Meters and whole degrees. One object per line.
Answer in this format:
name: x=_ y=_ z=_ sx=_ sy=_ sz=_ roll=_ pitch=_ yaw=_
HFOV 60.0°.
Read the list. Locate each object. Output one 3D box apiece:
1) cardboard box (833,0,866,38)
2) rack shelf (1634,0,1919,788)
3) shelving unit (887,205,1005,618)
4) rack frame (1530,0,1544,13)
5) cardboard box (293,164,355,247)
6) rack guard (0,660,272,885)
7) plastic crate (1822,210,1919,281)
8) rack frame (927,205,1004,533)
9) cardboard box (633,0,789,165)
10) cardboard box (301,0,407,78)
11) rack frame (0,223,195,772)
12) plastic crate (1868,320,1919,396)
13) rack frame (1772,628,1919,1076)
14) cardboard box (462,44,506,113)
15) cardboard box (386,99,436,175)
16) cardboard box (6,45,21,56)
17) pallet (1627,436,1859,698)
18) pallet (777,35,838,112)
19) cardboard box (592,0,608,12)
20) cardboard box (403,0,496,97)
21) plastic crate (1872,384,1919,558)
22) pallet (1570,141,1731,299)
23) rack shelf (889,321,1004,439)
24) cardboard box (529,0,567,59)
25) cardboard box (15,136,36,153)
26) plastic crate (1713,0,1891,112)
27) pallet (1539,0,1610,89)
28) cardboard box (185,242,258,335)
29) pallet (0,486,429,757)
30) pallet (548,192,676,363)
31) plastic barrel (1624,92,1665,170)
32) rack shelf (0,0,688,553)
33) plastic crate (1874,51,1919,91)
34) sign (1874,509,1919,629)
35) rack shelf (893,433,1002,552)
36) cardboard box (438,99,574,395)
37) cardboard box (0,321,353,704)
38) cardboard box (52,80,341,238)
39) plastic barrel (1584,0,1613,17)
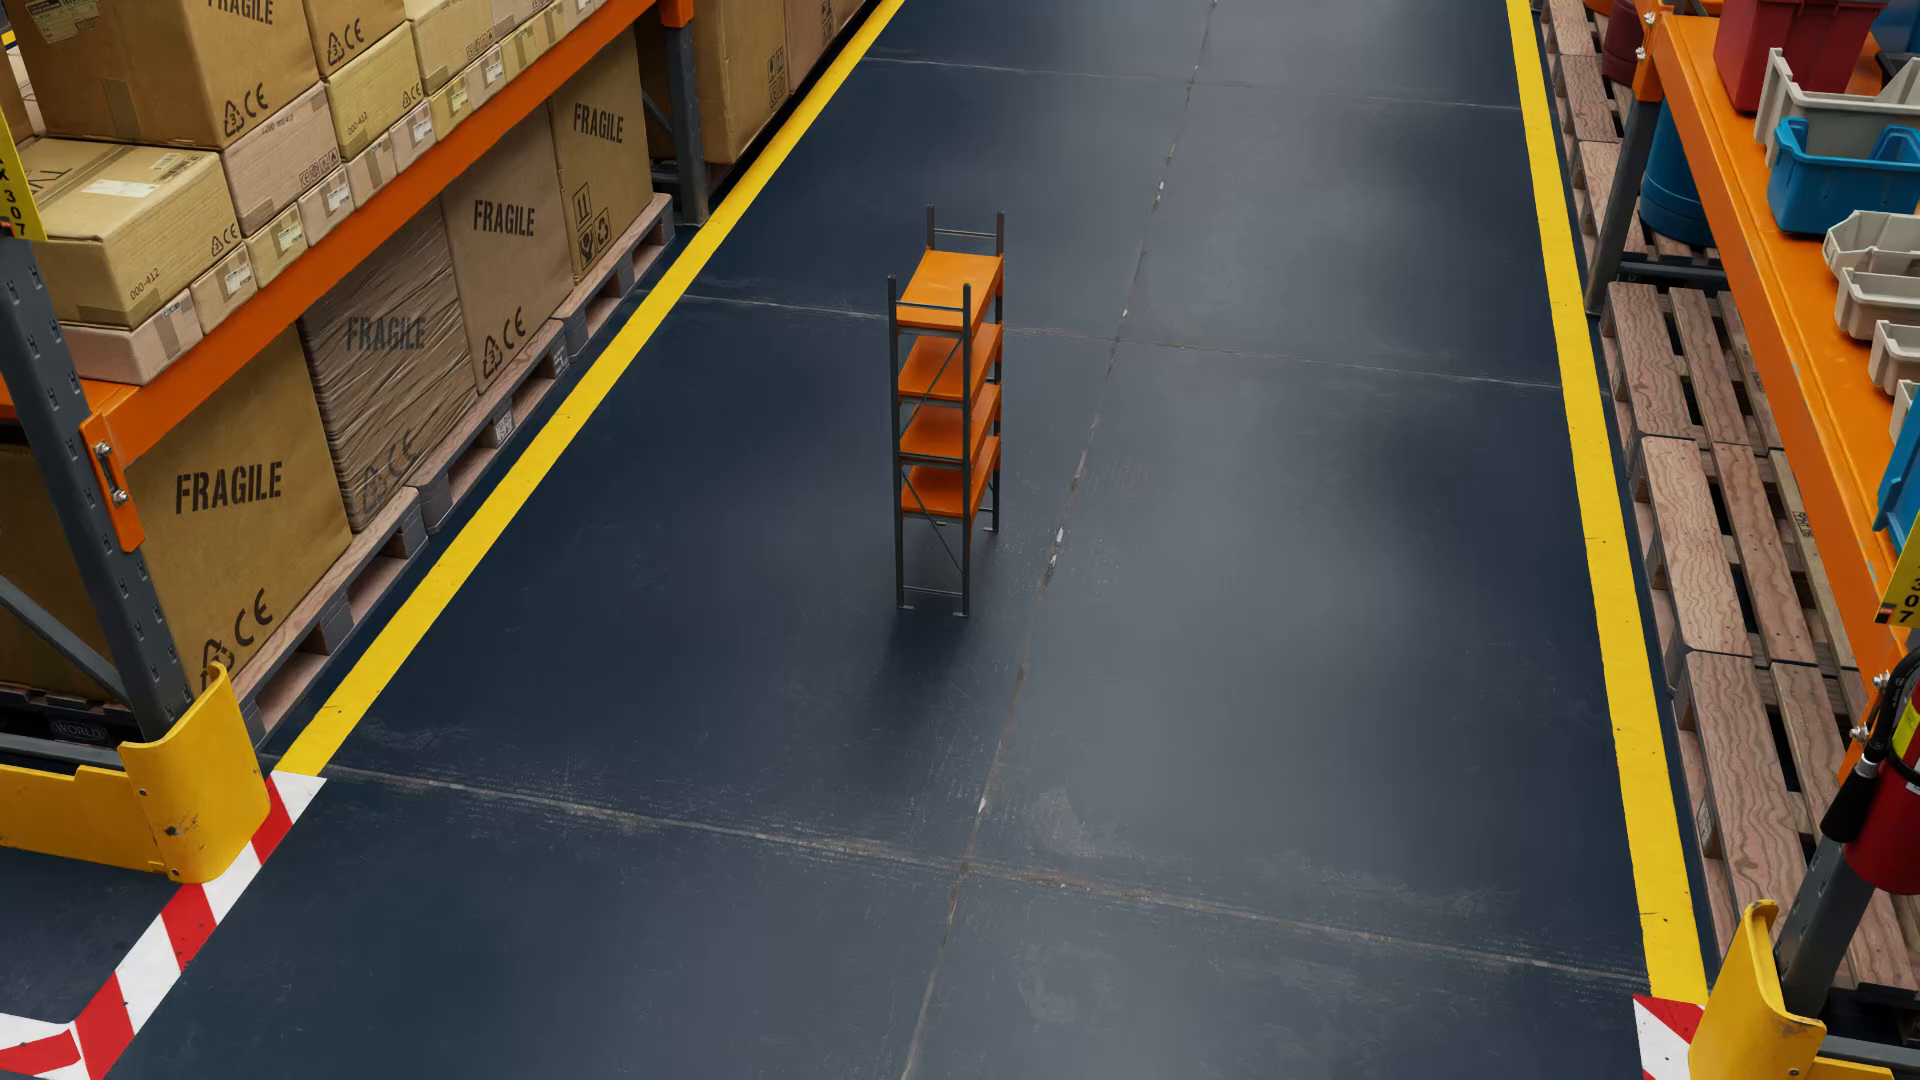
cardboard box: x=-1.193 y=-3.459 z=9.420 sx=1.225 sy=0.875 sz=0.875 roll=7 pitch=37 yaw=10
rack shelf: x=2.730 y=-0.701 z=4.774 sx=1.077 sy=0.370 sz=4.000 roll=7 pitch=37 yaw=10
shelving unit: x=-0.035 y=-0.391 z=5.267 sx=0.258 sy=1.200 sz=0.503 roll=7 pitch=37 yaw=10
rack frame: x=4.012 y=-4.432 z=9.309 sx=1.000 sy=3.000 sz=0.127 roll=7 pitch=37 yaw=10
cardboard box: x=-1.975 y=-0.970 z=4.747 sx=0.380 sy=0.149 sz=0.250 roll=7 pitch=36 yaw=9
rack guard: x=-2.541 y=0.560 z=4.552 sx=1.175 sy=0.500 sz=0.348 roll=7 pitch=37 yaw=10
plastic crate: x=2.457 y=-0.752 z=4.405 sx=0.298 sy=0.136 sz=0.250 roll=7 pitch=37 yaw=10
rack frame: x=0.017 y=-0.531 z=5.460 sx=0.240 sy=1.200 sz=0.015 roll=7 pitch=37 yaw=10
cardboard box: x=-1.564 y=-2.439 z=8.011 sx=1.225 sy=0.875 sz=0.875 roll=7 pitch=37 yaw=10
cardboard box: x=-1.958 y=-1.655 z=4.713 sx=0.500 sy=0.500 sz=0.500 roll=6 pitch=36 yaw=9
rack frame: x=-2.536 y=-0.466 z=3.837 sx=1.000 sy=3.000 sz=0.127 roll=7 pitch=37 yaw=10
plastic crate: x=2.376 y=-0.417 z=3.944 sx=0.396 sy=0.136 sz=0.243 roll=7 pitch=37 yaw=10
rack frame: x=2.303 y=0.155 z=2.981 sx=1.000 sy=3.000 sz=0.127 roll=7 pitch=37 yaw=10
cardboard box: x=-1.756 y=-1.559 z=5.559 sx=0.380 sy=0.149 sz=0.250 roll=8 pitch=37 yaw=11
cardboard box: x=-1.865 y=-1.264 z=5.152 sx=0.380 sy=0.149 sz=0.250 roll=7 pitch=37 yaw=9
cardboard box: x=-2.474 y=-1.420 z=5.027 sx=0.500 sy=0.250 sz=0.500 roll=6 pitch=36 yaw=8
pallet: x=2.780 y=0.118 z=5.407 sx=1.003 sy=0.211 sz=1.213 roll=7 pitch=37 yaw=10
pallet: x=-1.332 y=-2.784 z=9.411 sx=1.003 sy=0.211 sz=1.213 roll=7 pitch=37 yaw=10
cardboard box: x=-1.536 y=-2.147 z=6.370 sx=0.380 sy=0.149 sz=0.250 roll=7 pitch=36 yaw=9
cardboard box: x=-1.848 y=-1.654 z=5.350 sx=0.500 sy=0.250 sz=0.500 roll=7 pitch=36 yaw=9
plastic crate: x=2.192 y=-0.099 z=3.250 sx=0.616 sy=0.435 sz=0.499 roll=7 pitch=37 yaw=10
pallet: x=3.363 y=-1.447 z=7.566 sx=1.003 sy=0.211 sz=1.213 roll=7 pitch=37 yaw=10
rack shelf: x=-0.035 y=-0.518 z=5.175 sx=0.258 sy=0.148 sz=0.480 roll=7 pitch=37 yaw=10
cardboard box: x=-1.646 y=-1.852 z=5.963 sx=0.380 sy=0.149 sz=0.250 roll=8 pitch=37 yaw=11
cardboard box: x=-2.691 y=-0.837 z=4.223 sx=0.500 sy=0.250 sz=0.500 roll=7 pitch=36 yaw=9
plastic crate: x=2.722 y=-1.708 z=5.445 sx=0.402 sy=0.464 sz=0.583 roll=7 pitch=37 yaw=10
pallet: x=3.884 y=-2.846 z=9.496 sx=1.003 sy=0.211 sz=1.213 roll=7 pitch=37 yaw=10
cardboard box: x=-2.084 y=-0.674 z=4.338 sx=0.380 sy=0.149 sz=0.250 roll=7 pitch=36 yaw=9
pallet: x=-2.441 y=0.195 z=5.302 sx=1.003 sy=0.211 sz=1.213 roll=7 pitch=37 yaw=10
pallet: x=-1.920 y=-1.204 z=7.232 sx=1.003 sy=0.211 sz=1.213 roll=7 pitch=37 yaw=10
plastic barrel: x=3.441 y=-2.175 z=7.625 sx=0.600 sy=0.901 sz=0.708 roll=7 pitch=37 yaw=10
rack shelf: x=-2.108 y=-1.322 z=5.630 sx=1.077 sy=0.370 sz=4.000 roll=7 pitch=37 yaw=10
plastic crate: x=3.181 y=-1.376 z=5.276 sx=0.437 sy=0.125 sz=0.590 roll=7 pitch=37 yaw=10
sign: x=1.762 y=0.029 z=3.015 sx=0.100 sy=0.325 sz=0.005 roll=7 pitch=37 yaw=10
rack shelf: x=-0.035 y=-0.176 z=5.423 sx=0.258 sy=0.148 sz=0.480 roll=7 pitch=37 yaw=10
cardboard box: x=-2.093 y=-1.185 z=6.281 sx=0.875 sy=0.875 sz=0.875 roll=7 pitch=37 yaw=10
cardboard box: x=-2.477 y=-0.153 z=4.858 sx=0.875 sy=0.875 sz=0.875 roll=7 pitch=37 yaw=10
cardboard box: x=-2.065 y=-1.066 z=4.539 sx=0.500 sy=0.250 sz=0.500 roll=7 pitch=37 yaw=9
plastic barrel: x=3.924 y=-3.441 z=9.432 sx=0.600 sy=0.830 sz=0.708 roll=7 pitch=37 yaw=10
